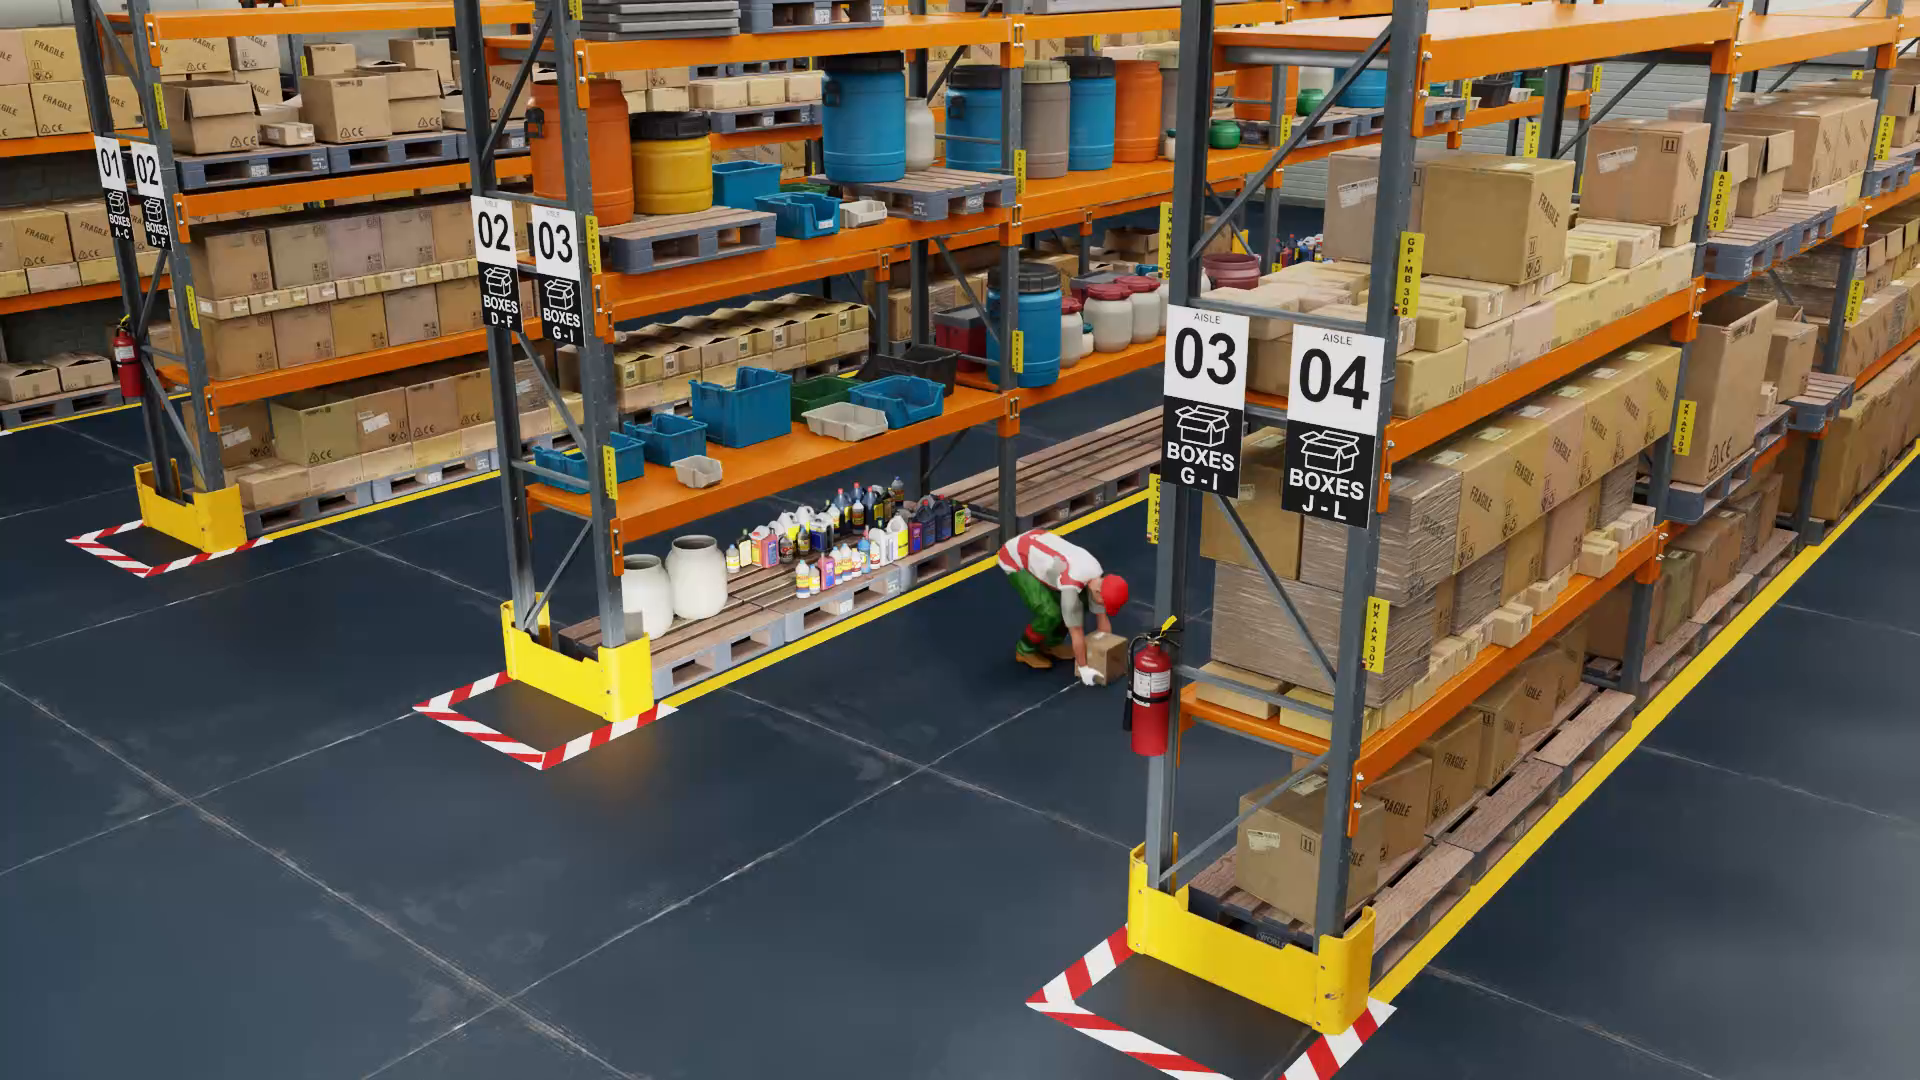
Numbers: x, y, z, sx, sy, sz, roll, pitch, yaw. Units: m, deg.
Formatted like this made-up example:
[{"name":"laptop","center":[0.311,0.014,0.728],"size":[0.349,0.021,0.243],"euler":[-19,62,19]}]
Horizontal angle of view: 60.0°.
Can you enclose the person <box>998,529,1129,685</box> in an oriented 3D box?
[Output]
[{"name":"person","center":[0.707,0.430,11.177],"size":[0.956,0.915,0.526],"euler":[14,24,34]}]
